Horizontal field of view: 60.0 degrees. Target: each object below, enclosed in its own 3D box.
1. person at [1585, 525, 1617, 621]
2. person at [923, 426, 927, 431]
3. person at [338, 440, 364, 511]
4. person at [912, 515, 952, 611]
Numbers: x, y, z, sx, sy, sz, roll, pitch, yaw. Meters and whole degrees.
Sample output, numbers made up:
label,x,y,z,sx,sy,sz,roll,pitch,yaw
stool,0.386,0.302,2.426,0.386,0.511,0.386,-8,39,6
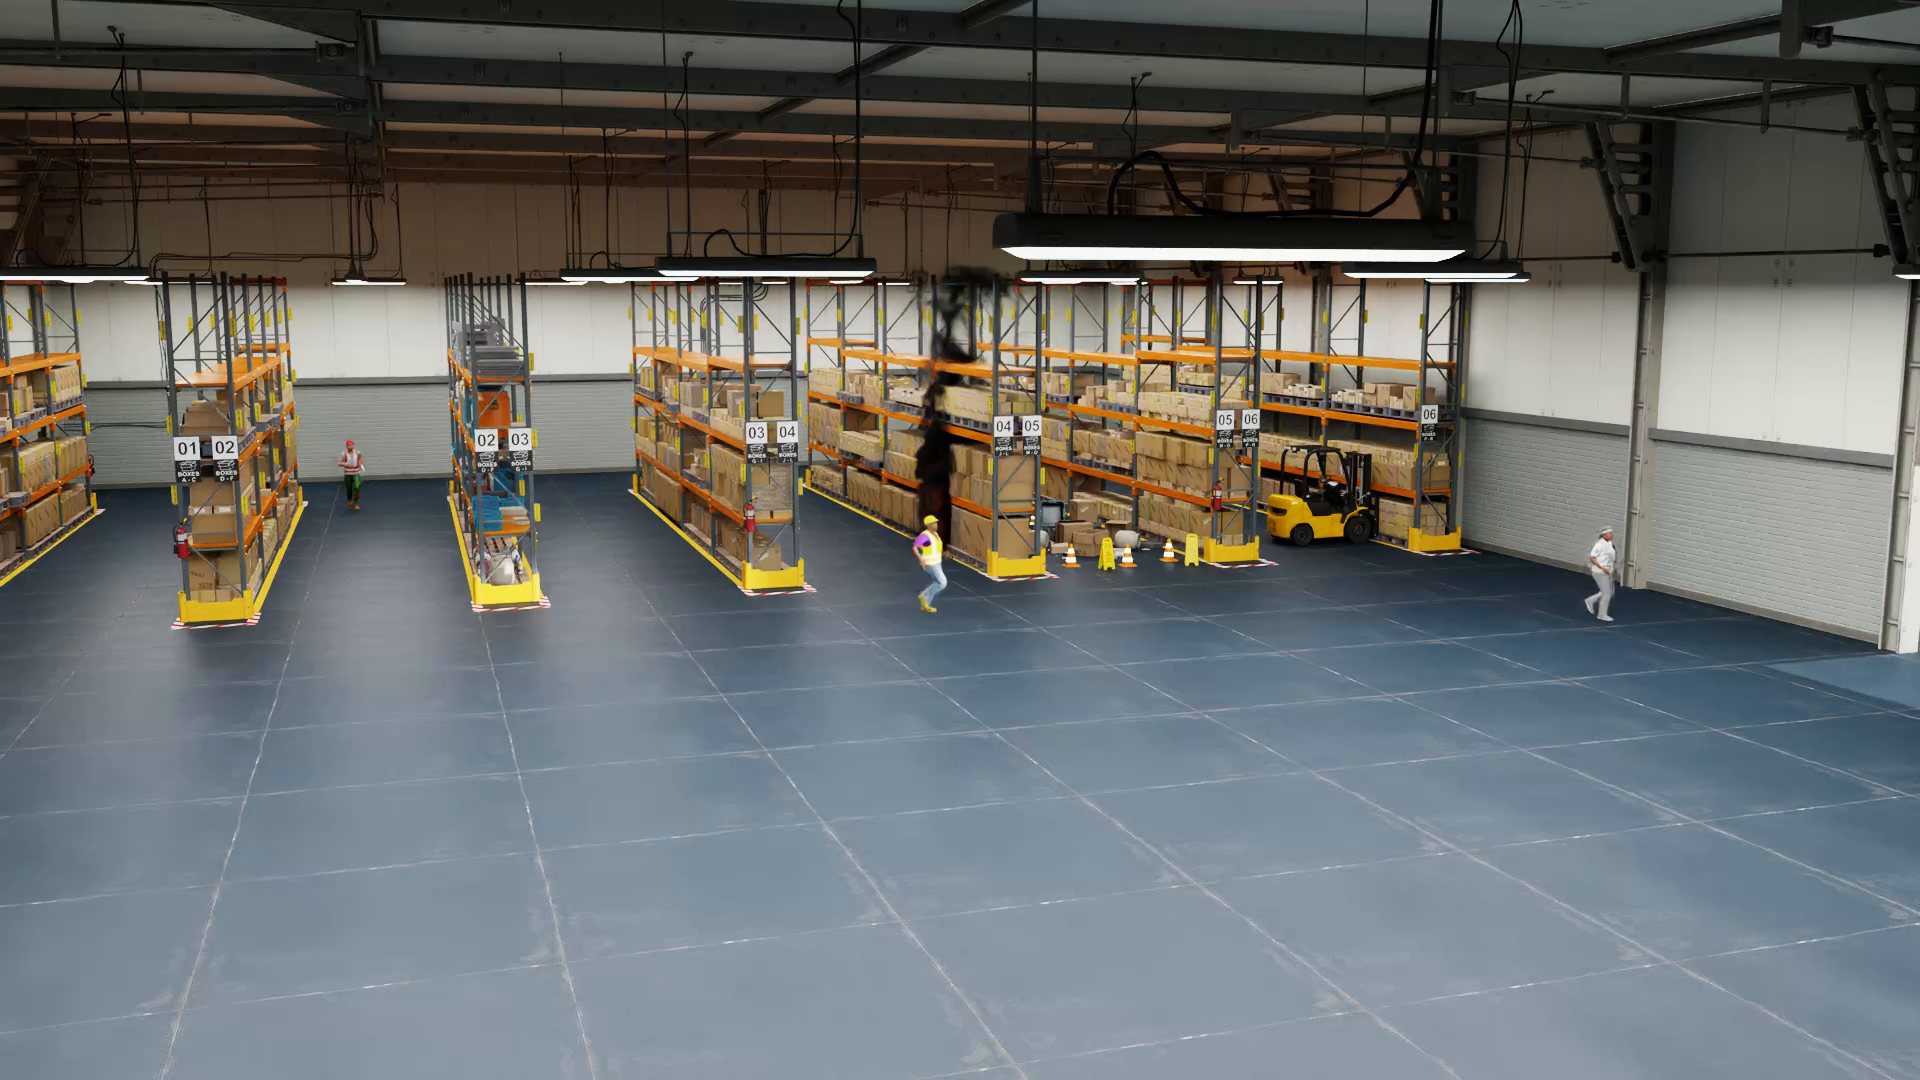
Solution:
label,x,y,z,sx,sy,sz,roll,pitch,yaw
person,11.122,0.557,28.908,0.599,1.668,0.587,-8,12,-42
person,-1.028,-2.764,50.935,0.716,1.643,0.578,-1,9,-7
person,-15.792,-1.704,43.154,0.665,1.792,0.948,-4,10,-25
person,-0.463,0.423,29.523,0.607,1.724,0.692,3,9,19
